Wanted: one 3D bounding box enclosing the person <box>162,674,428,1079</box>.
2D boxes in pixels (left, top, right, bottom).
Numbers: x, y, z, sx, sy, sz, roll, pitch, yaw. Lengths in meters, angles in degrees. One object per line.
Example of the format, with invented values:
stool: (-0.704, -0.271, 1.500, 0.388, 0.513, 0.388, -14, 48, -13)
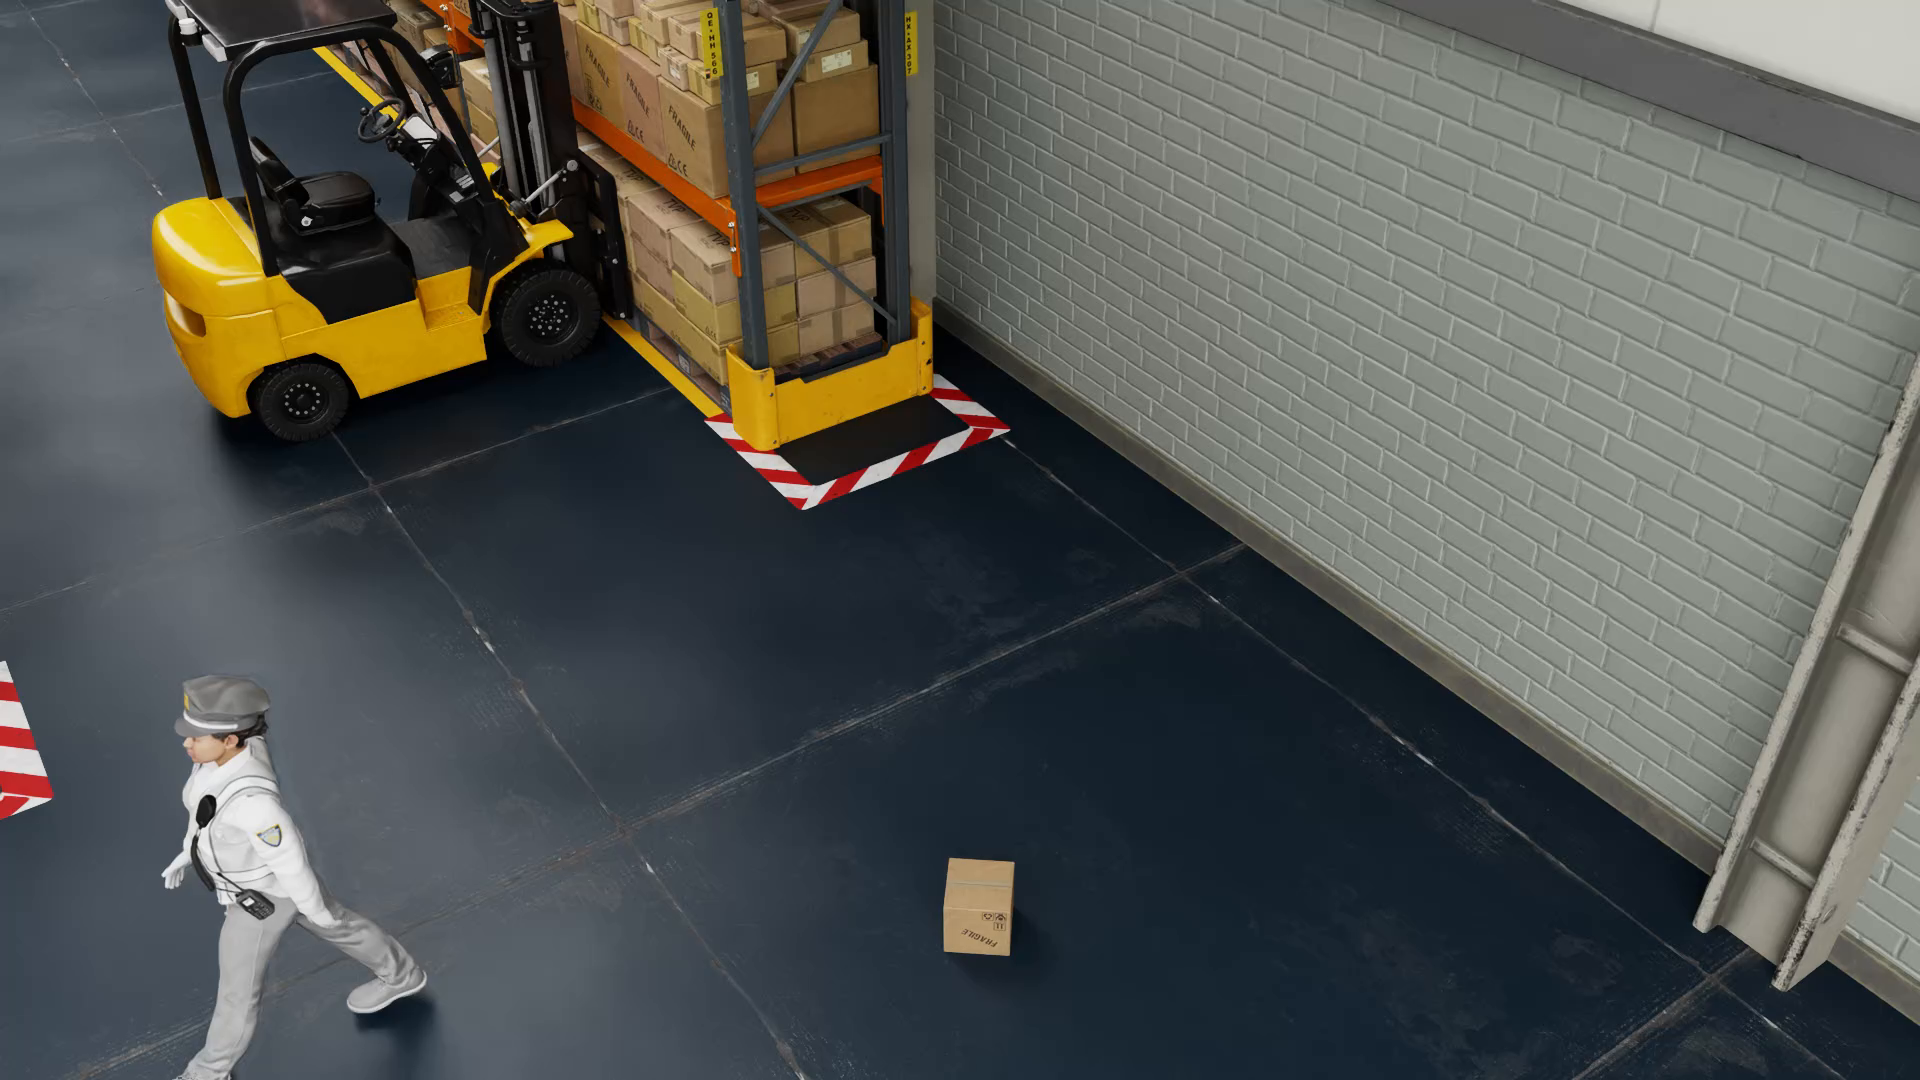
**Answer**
person: (-2.388, 1.119, 5.448, 0.984, 1.634, 0.484, -14, 39, -19)
